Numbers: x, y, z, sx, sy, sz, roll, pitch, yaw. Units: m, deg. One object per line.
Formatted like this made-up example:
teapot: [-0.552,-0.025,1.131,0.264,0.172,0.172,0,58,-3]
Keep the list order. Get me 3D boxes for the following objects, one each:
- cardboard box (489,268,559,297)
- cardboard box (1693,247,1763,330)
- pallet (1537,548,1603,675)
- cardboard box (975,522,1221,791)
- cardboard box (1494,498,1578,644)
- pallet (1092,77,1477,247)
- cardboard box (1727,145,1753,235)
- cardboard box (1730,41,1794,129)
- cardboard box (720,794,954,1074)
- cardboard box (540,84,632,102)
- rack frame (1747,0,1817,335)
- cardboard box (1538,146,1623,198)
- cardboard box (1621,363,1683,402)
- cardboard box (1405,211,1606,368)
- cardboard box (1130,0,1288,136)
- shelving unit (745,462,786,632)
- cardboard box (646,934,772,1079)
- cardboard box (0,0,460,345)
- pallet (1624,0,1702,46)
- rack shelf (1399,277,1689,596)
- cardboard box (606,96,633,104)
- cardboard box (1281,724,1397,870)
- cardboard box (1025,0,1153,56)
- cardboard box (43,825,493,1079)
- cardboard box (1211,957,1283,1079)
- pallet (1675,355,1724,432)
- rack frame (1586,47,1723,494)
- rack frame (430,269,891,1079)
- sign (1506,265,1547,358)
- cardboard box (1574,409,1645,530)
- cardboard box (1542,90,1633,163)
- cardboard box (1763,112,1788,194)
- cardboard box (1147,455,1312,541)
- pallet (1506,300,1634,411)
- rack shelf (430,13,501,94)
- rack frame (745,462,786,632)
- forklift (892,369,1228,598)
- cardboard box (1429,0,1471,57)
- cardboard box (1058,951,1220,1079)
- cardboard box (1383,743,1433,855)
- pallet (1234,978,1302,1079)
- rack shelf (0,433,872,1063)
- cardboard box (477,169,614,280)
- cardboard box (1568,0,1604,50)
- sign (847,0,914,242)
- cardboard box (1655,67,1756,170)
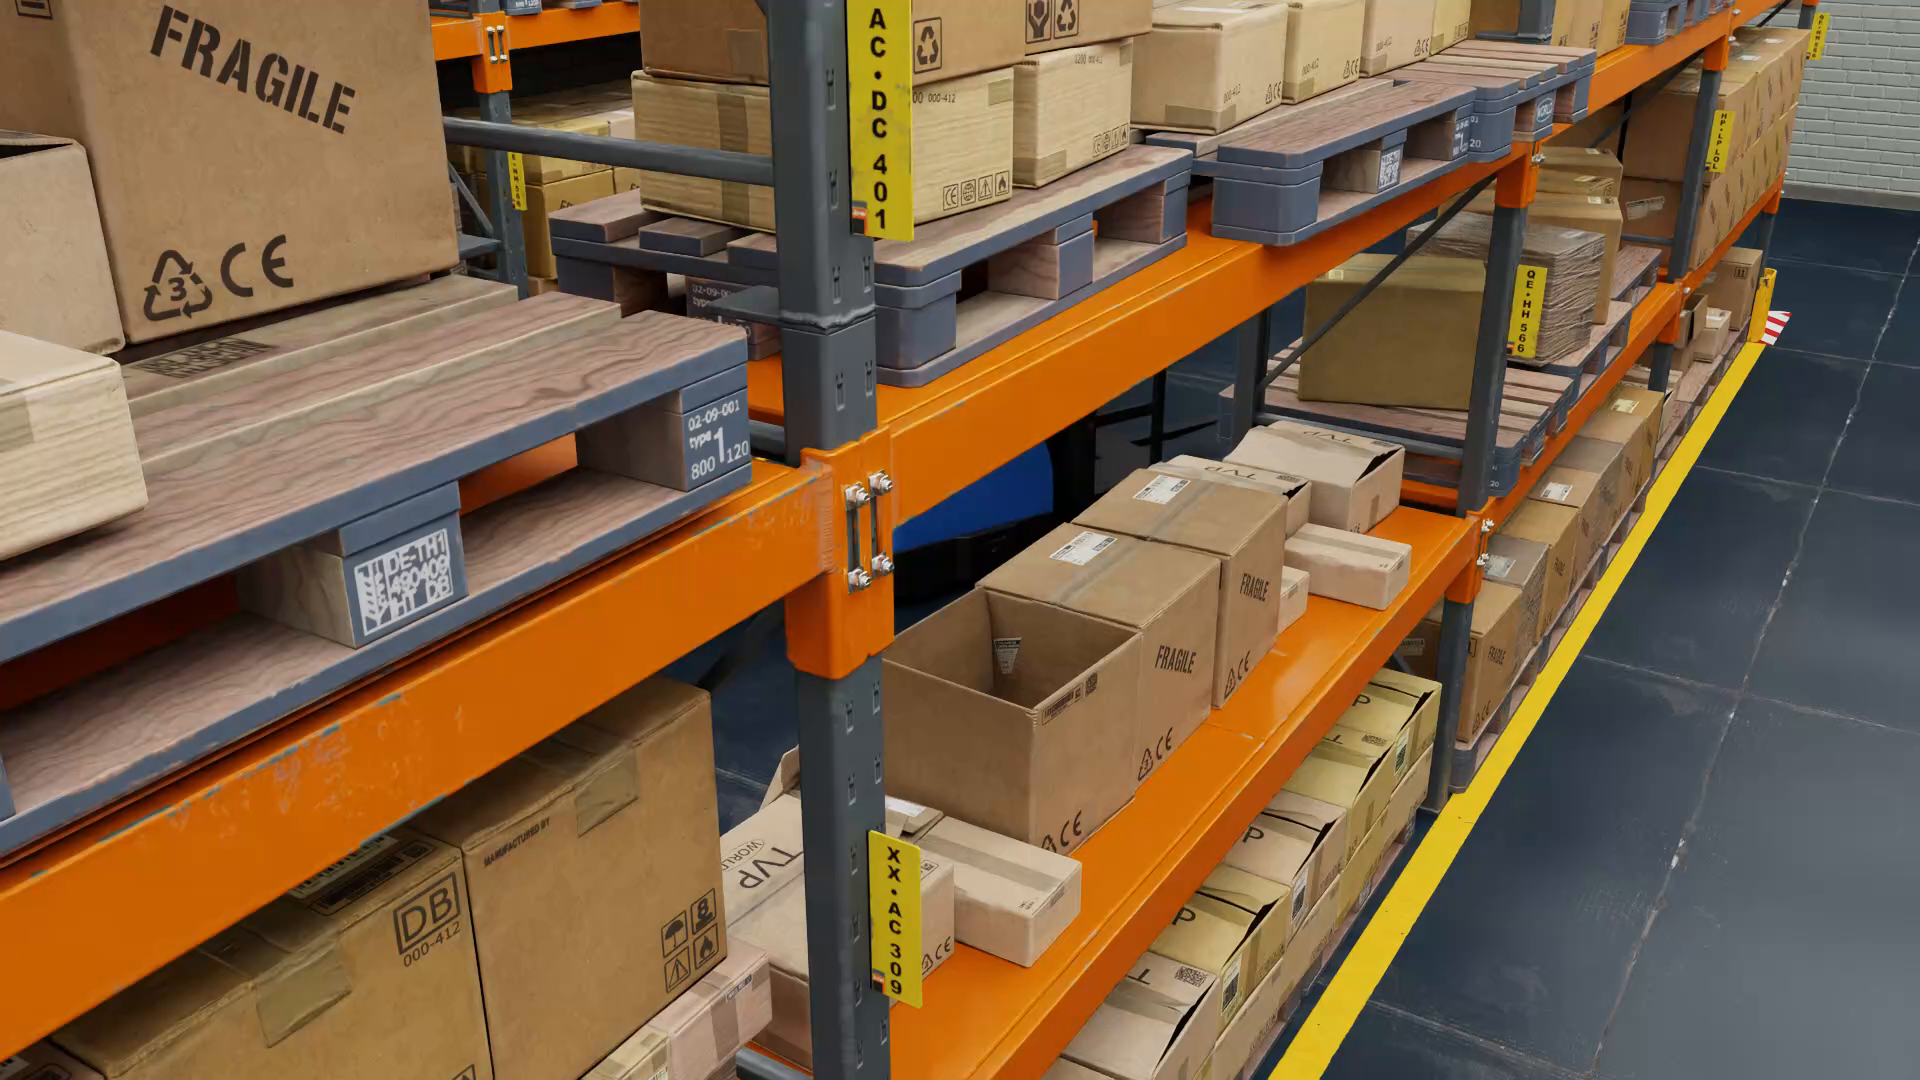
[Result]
cardboard box: [-2.311,-1.384,8.962,0.380,0.149,0.250,13,27,28]
cardboard box: [5.672,-1.910,12.480,0.500,0.500,0.500,14,27,29]
pallet: [2.600,0.235,8.442,1.003,0.211,1.213,14,27,29]
cardboard box: [0.381,0.311,4.630,0.500,0.500,0.500,14,27,29]
cardboard box: [2.553,0.115,7.802,0.500,0.500,0.500,13,27,28]
pallet: [0.660,-1.055,4.373,1.003,0.211,1.213,15,28,31]
cardboard box: [4.673,-2.243,10.531,0.500,0.500,0.500,14,27,29]
cardboard box: [5.213,-3.041,11.114,0.500,0.500,0.500,15,27,30]
cardboard box: [-0.358,0.853,3.693,0.500,0.250,0.500,16,28,32]
cardboard box: [-2.112,-2.517,9.819,0.500,0.250,0.500,13,27,28]
rack frame: [5.749,-3.091,12.614,1.000,3.000,0.127,14,27,29]
cardboard box: [3.200,-1.866,9.131,0.700,0.500,0.500,5,24,11]
cardboard box: [4.492,-1.033,10.873,0.380,0.166,0.250,14,27,29]
cardboard box: [2.411,-1.134,7.440,0.700,0.500,0.500,20,31,39]
cardboard box: [0.480,-1.174,4.070,0.500,0.250,0.500,11,26,25]
shelving unit: [-0.830,-0.621,8.041,0.431,2.100,0.503,14,27,30]
cardboard box: [-0.542,0.752,2.794,0.380,0.149,0.250,14,27,29]
cardboard box: [-1.070,-0.605,2.266,0.500,0.500,0.500,16,28,33]
pallet: [2.691,-2.475,7.652,1.213,0.211,1.003,14,27,29]
rack shelf: [2.584,-0.736,8.079,1.077,0.370,4.000,14,27,29]
cardboard box: [-1.679,-2.414,9.580,0.500,0.250,0.500,14,27,29]
cardboard box: [1.194,0.826,5.792,0.500,0.311,0.500,13,27,28]
cardboard box: [0.059,-1.282,3.377,0.500,0.500,0.500,17,29,34]
cardboard box: [-1.075,0.640,2.237,0.700,0.500,0.500,14,27,29]
cardboard box: [0.654,1.425,5.115,0.500,0.250,0.500,14,27,30]
pallet: [4.645,-1.106,11.539,1.003,0.211,1.213,14,27,29]
rack frame: [3.639,-1.741,9.495,1.000,3.000,0.127,14,27,29]
rack frame: [-0.580,0.959,3.258,1.000,3.000,0.127,14,27,29]
sign: [2.003,-0.807,5.881,0.100,0.325,0.005,14,27,29]
cardboard box: [3.355,-0.404,9.000,0.500,0.500,0.500,14,27,29]
cardboard box: [3.686,-2.470,9.796,0.500,0.500,0.500,14,27,29]
cardboard box: [5.474,-2.753,11.707,0.500,0.500,0.500,14,27,29]
cardboard box: [0.893,-0.088,5.791,0.500,0.311,0.500,14,27,28]
pallet: [2.551,-0.960,7.933,1.003,0.211,1.213,14,27,29]
rack shelf: [-3.736,-1.799,6.760,1.077,0.370,4.000,14,27,29]
rack frame: [-0.962,-0.539,7.852,0.400,2.100,0.015,14,27,30]
forklift: [0.582,-1.484,8.989,3.031,2.935,1.130,-15,28,-31]
cardboard box: [1.338,-1.726,5.346,0.500,0.250,0.500,12,26,25]
cardboard box: [0.390,1.341,4.603,0.500,0.311,0.500,13,27,27]
cardboard box: [1.459,0.907,6.311,0.500,0.250,0.500,15,27,30]
pallet: [0.418,1.569,5.360,1.003,0.211,1.213,14,27,29]
rack shelf: [-1.635,0.588,1.246,1.077,0.370,4.000,14,27,29]
cardboard box: [-2.207,-1.729,8.944,0.500,0.500,0.500,15,27,30]
cardboard box: [2.000,-2.140,6.515,0.910,0.500,0.500,14,27,29]
sign: [-0.108,-0.575,2.276,0.100,0.325,0.005,14,27,29]
cardboard box: [4.399,-2.520,9.910,0.500,0.500,0.500,13,27,27]
